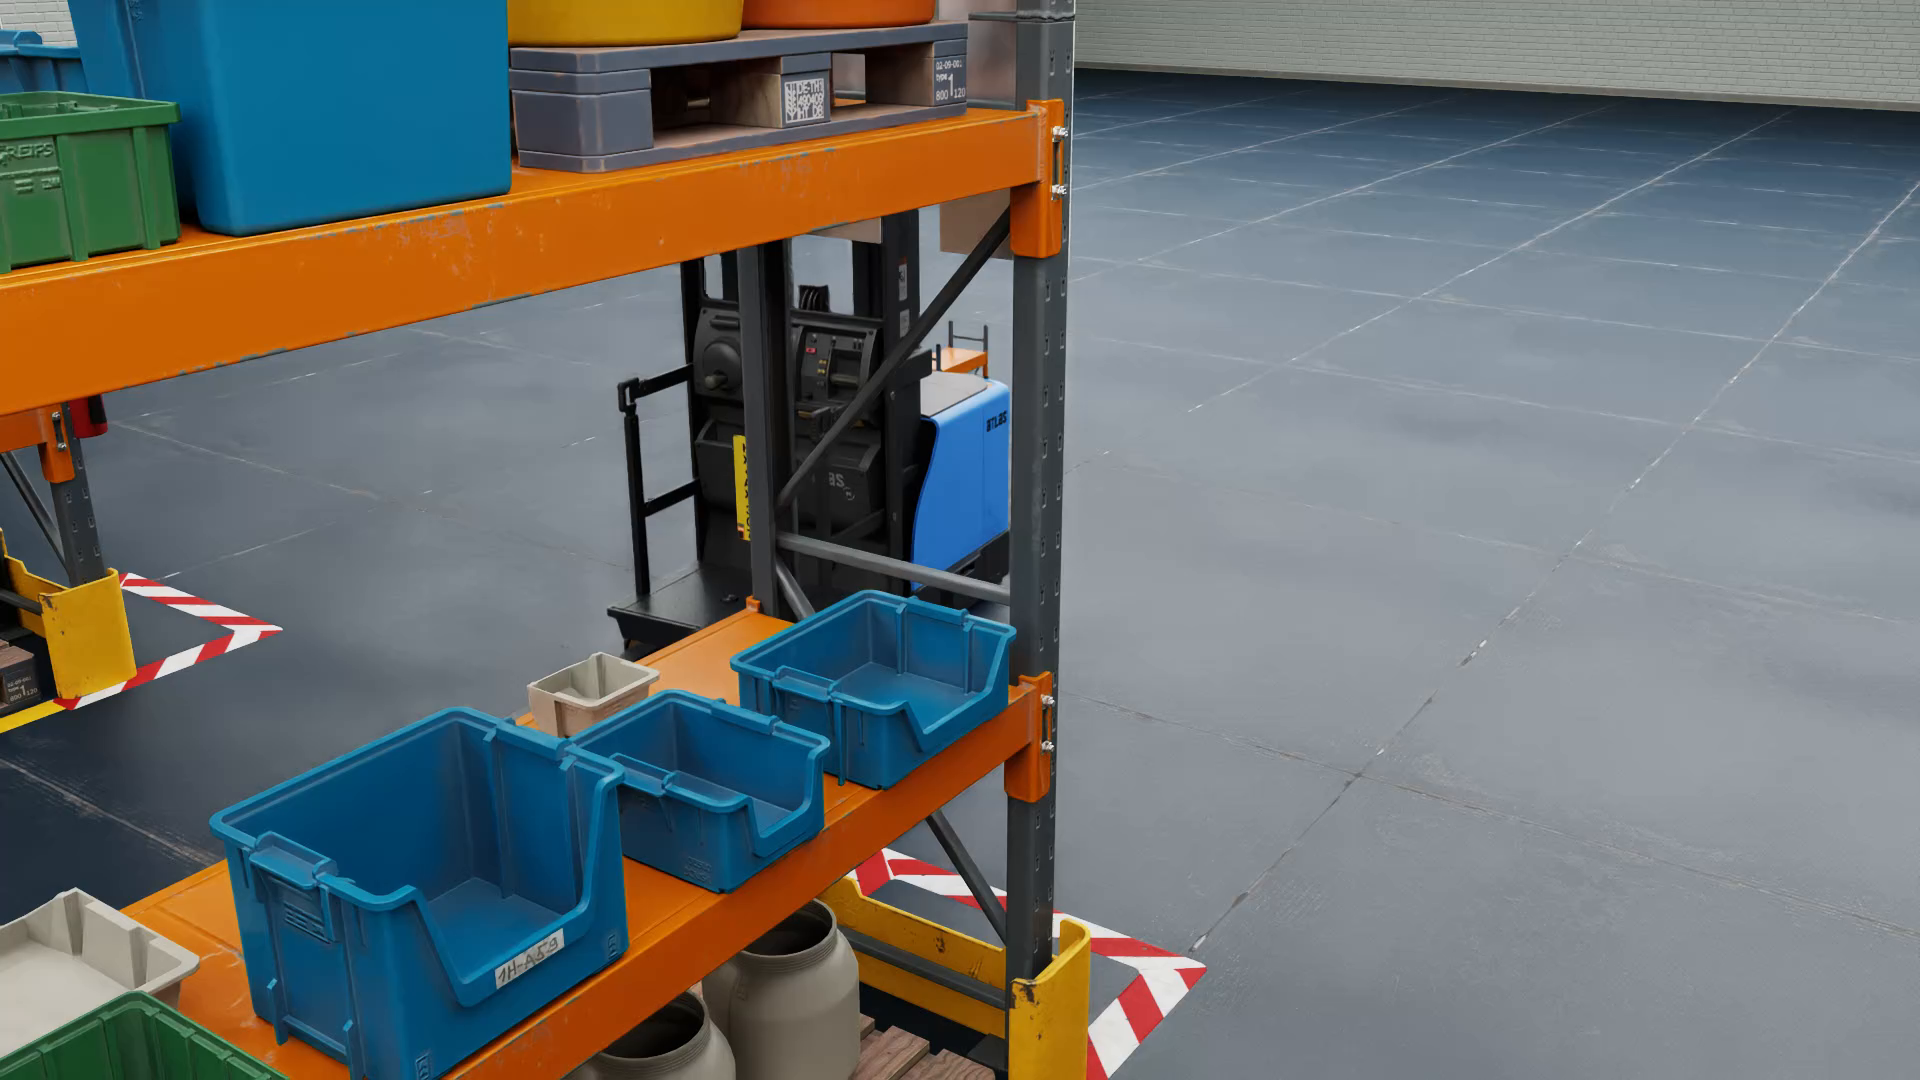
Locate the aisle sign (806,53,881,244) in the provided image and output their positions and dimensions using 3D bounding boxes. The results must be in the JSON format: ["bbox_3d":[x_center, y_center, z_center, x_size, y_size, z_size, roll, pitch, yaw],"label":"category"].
[{"bbox_3d":[-0.377,-1.208,4.461,0.394,0.787,0.004,13,24,32],"label":"aisle sign"}]

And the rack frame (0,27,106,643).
[{"bbox_3d":[-4.272,-0.877,7.313,1.000,3.000,0.127,13,24,32],"label":"rack frame"}]

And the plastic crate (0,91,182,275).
[{"bbox_3d":[-1.312,-0.471,2.196,0.336,0.188,0.450,13,24,32],"label":"plastic crate"}]

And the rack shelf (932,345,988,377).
[{"bbox_3d":[-0.080,-0.902,8.841,0.258,0.148,0.480,12,23,29],"label":"rack shelf"}]

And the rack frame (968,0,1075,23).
[{"bbox_3d":[-0.175,-2.725,3.661,1.000,3.000,0.127,13,24,32],"label":"rack frame"}]

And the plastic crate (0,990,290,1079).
[{"bbox_3d":[-1.427,1.001,2.540,0.450,0.188,0.662,13,24,32],"label":"plastic crate"}]

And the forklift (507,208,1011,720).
[{"bbox_3d":[-0.880,-0.792,7.180,1.130,2.935,3.031,11,23,26],"label":"forklift"}]

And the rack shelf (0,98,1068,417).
[{"bbox_3d":[-1.300,-0.407,2.755,1.077,0.370,4.000,13,24,32],"label":"rack shelf"}]

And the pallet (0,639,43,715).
[{"bbox_3d":[-4.800,0.679,7.126,1.003,0.211,1.213,13,24,32],"label":"pallet"}]

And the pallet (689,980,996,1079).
[{"bbox_3d":[-0.640,1.660,4.474,1.003,0.211,1.213,13,24,32],"label":"pallet"}]

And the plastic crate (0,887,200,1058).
[{"bbox_3d":[-1.721,0.845,3.038,0.530,0.136,0.437,13,24,32],"label":"plastic crate"}]

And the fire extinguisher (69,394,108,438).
[{"bbox_3d":[-3.826,-0.784,7.172,0.296,0.674,0.183,13,24,32],"label":"fire extinguisher"}]

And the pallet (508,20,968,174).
[{"bbox_3d":[-0.721,-1.011,3.624,1.003,0.211,1.213,13,24,32],"label":"pallet"}]

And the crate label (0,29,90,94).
[{"bbox_3d":[-1.501,-0.776,2.929,0.502,0.251,0.408,13,24,32],"label":"crate label"}]

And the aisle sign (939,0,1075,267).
[{"bbox_3d":[0.111,-1.093,4.150,0.394,0.787,0.004,13,24,32],"label":"aisle sign"}]

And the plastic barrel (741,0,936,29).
[{"bbox_3d":[-0.344,-1.552,3.590,0.600,0.830,0.708,13,24,32],"label":"plastic barrel"}]

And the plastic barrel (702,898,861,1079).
[{"bbox_3d":[-0.482,1.262,4.510,0.421,0.512,0.421,0,20,0],"label":"plastic barrel"}]

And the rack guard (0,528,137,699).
[{"bbox_3d":[-4.314,0.317,7.688,1.175,0.500,0.348,13,24,32],"label":"rack guard"}]

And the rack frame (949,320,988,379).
[{"bbox_3d":[0.044,-0.606,9.175,0.240,1.200,0.015,12,23,29],"label":"rack frame"}]

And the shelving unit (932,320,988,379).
[{"bbox_3d":[-0.080,-0.533,8.978,0.258,1.200,0.503,12,23,29],"label":"shelving unit"}]

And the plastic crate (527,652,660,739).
[{"bbox_3d":[-0.945,0.406,4.223,0.298,0.136,0.250,13,24,32],"label":"plastic crate"}]

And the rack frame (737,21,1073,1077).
[{"bbox_3d":[-0.175,0.089,4.702,1.000,3.000,0.127,13,24,32],"label":"rack frame"}]

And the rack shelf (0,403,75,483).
[{"bbox_3d":[-5.396,0.034,5.886,1.077,0.370,4.000,13,24,32],"label":"rack shelf"}]

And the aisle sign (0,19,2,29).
[{"bbox_3d":[-3.989,-2.056,6.752,0.394,0.787,0.004,13,24,32],"label":"aisle sign"}]

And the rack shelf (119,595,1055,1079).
[{"bbox_3d":[-1.300,1.000,3.275,1.077,0.370,4.000,13,24,32],"label":"rack shelf"}]

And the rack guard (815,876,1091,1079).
[{"bbox_3d":[-0.179,1.292,5.051,1.175,0.500,0.348,13,24,32],"label":"rack guard"}]

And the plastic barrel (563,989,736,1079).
[{"bbox_3d":[-0.764,1.406,4.121,0.421,0.512,0.421,0,20,0],"label":"plastic barrel"}]

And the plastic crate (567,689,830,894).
[{"bbox_3d":[-0.579,0.546,3.681,0.499,0.251,0.408,13,24,32],"label":"plastic crate"}]

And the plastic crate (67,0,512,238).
[{"bbox_3d":[-0.998,-0.705,2.546,0.392,0.384,0.575,13,24,32],"label":"plastic crate"}]

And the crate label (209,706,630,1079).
[{"bbox_3d":[-0.986,0.653,3.125,0.502,0.435,0.616,13,24,32],"label":"crate label"}]

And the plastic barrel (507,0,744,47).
[{"bbox_3d":[-0.711,-1.252,3.124,0.600,0.588,0.600,0,20,0],"label":"plastic barrel"}]

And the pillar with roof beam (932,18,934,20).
[{"bbox_3d":[2.713,-14.335,35.047,9.100,9.000,0.400,13,24,32],"label":"pillar with roof beam"}]

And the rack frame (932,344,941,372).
[{"bbox_3d":[-0.204,-0.461,8.781,0.240,1.200,0.015,12,23,29],"label":"rack frame"}]

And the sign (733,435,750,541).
[{"bbox_3d":[-0.628,-0.150,4.947,0.100,0.325,0.005,13,24,32],"label":"sign"}]

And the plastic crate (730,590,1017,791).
[{"bbox_3d":[-0.209,0.360,4.181,0.499,0.251,0.616,13,24,32],"label":"plastic crate"}]
